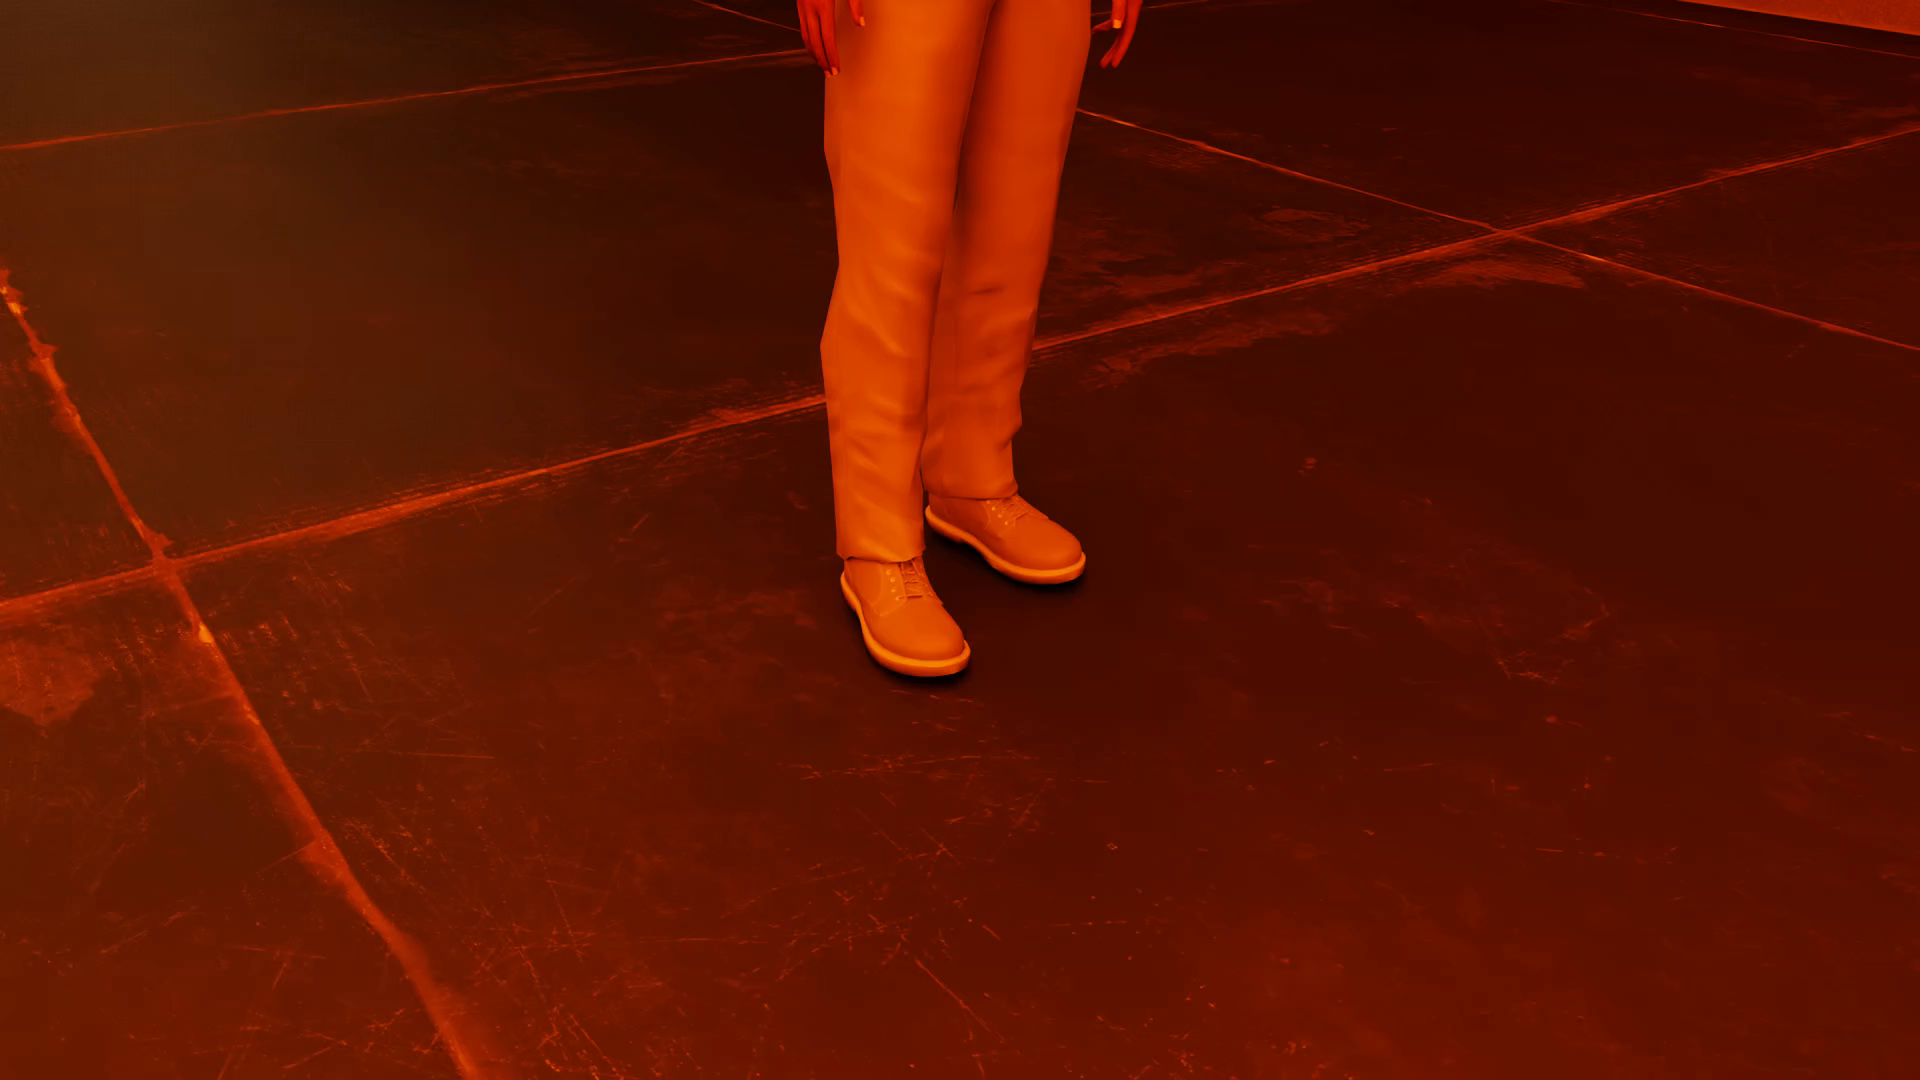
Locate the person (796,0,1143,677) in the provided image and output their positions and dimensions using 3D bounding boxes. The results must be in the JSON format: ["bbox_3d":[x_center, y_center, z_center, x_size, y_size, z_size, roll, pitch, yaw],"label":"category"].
[{"bbox_3d":[0.026,-0.731,2.052,0.569,1.694,0.530,-17,31,-31],"label":"person"}]
